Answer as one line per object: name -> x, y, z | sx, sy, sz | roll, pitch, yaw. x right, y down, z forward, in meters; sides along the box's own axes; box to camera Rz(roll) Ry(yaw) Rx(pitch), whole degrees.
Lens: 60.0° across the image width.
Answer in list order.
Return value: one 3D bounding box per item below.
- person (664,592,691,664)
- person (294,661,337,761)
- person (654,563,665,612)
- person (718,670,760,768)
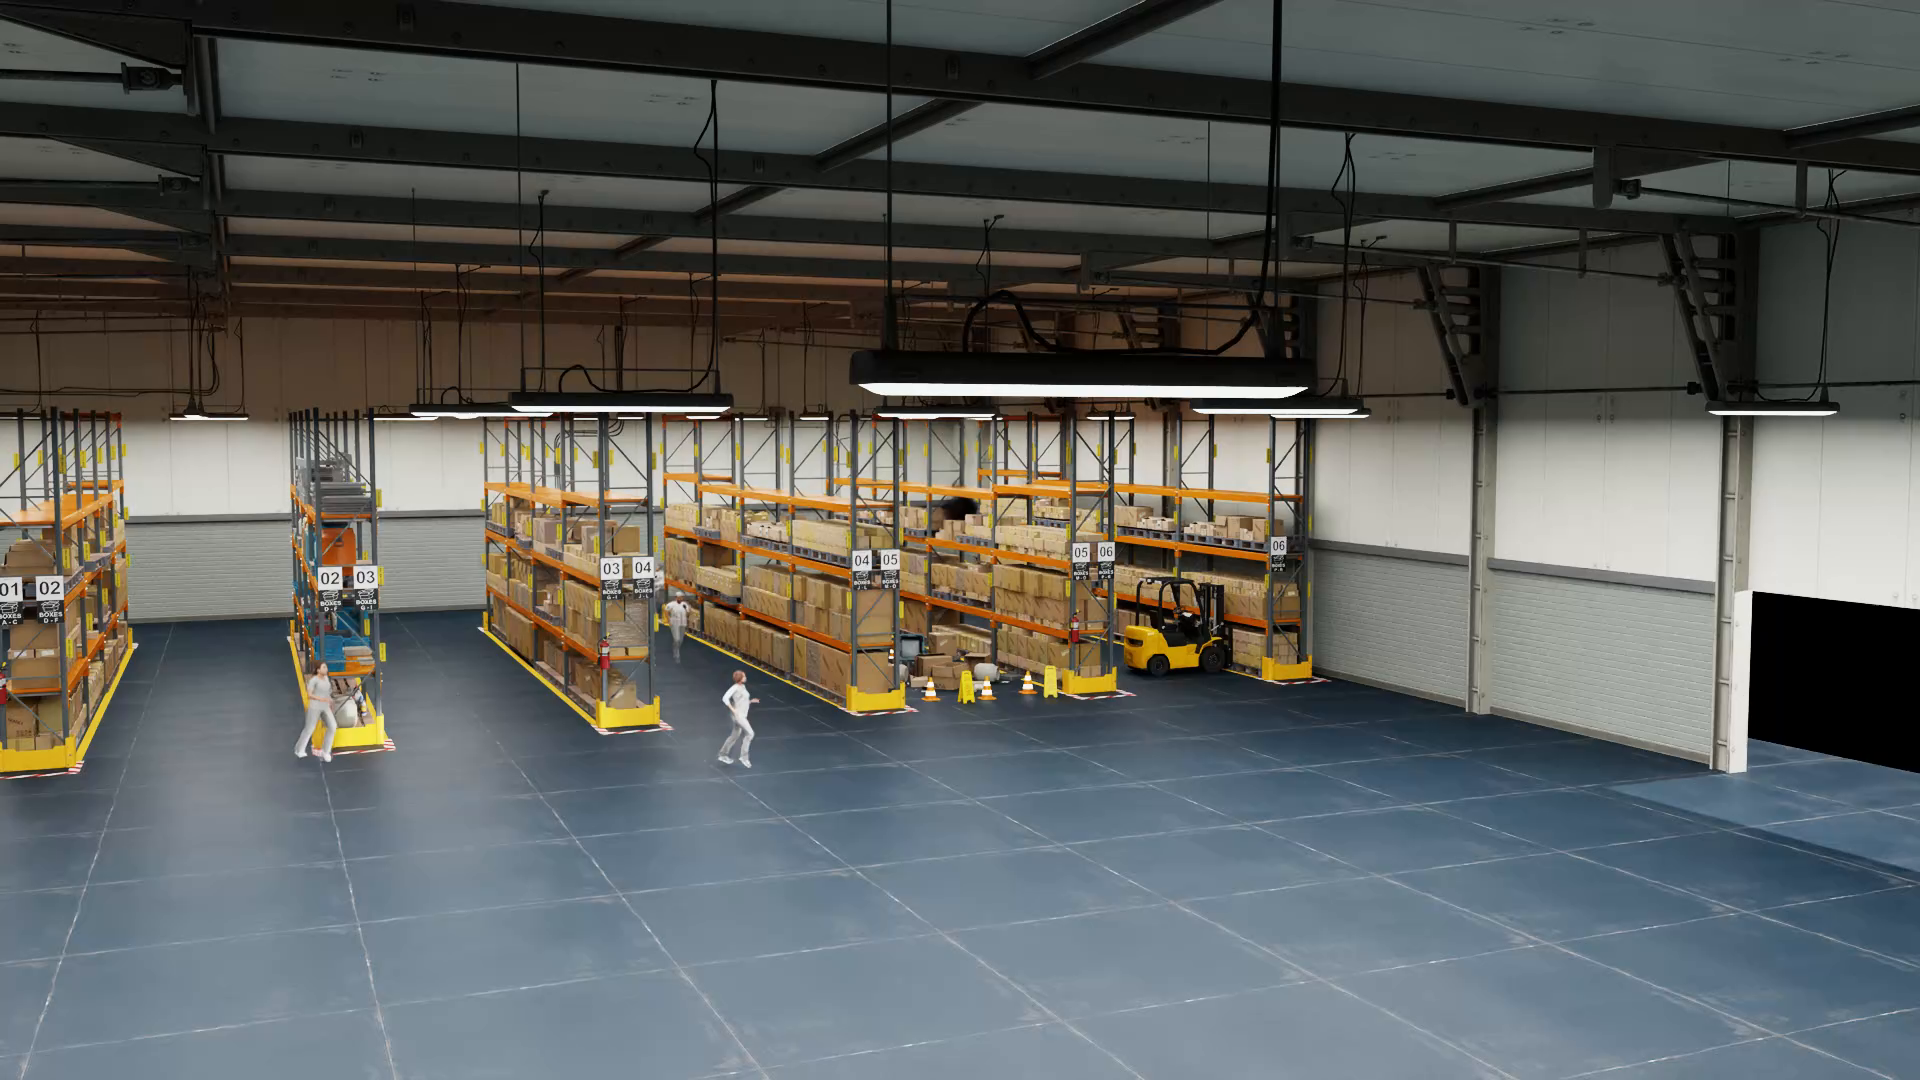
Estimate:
person -> -6.777, 2.105, 40.012 | 0.588, 1.722, 0.774 | -3, 5, -34
person -> -10.932, 2.925, 28.368 | 0.719, 1.706, 0.603 | 2, 4, 25
person -> -8.811, 1.509, 49.059 | 0.760, 1.698, 0.739 | -2, 4, -27
person -> -3.694, 2.986, 27.728 | 0.714, 1.639, 0.517 | 0, 4, 0
